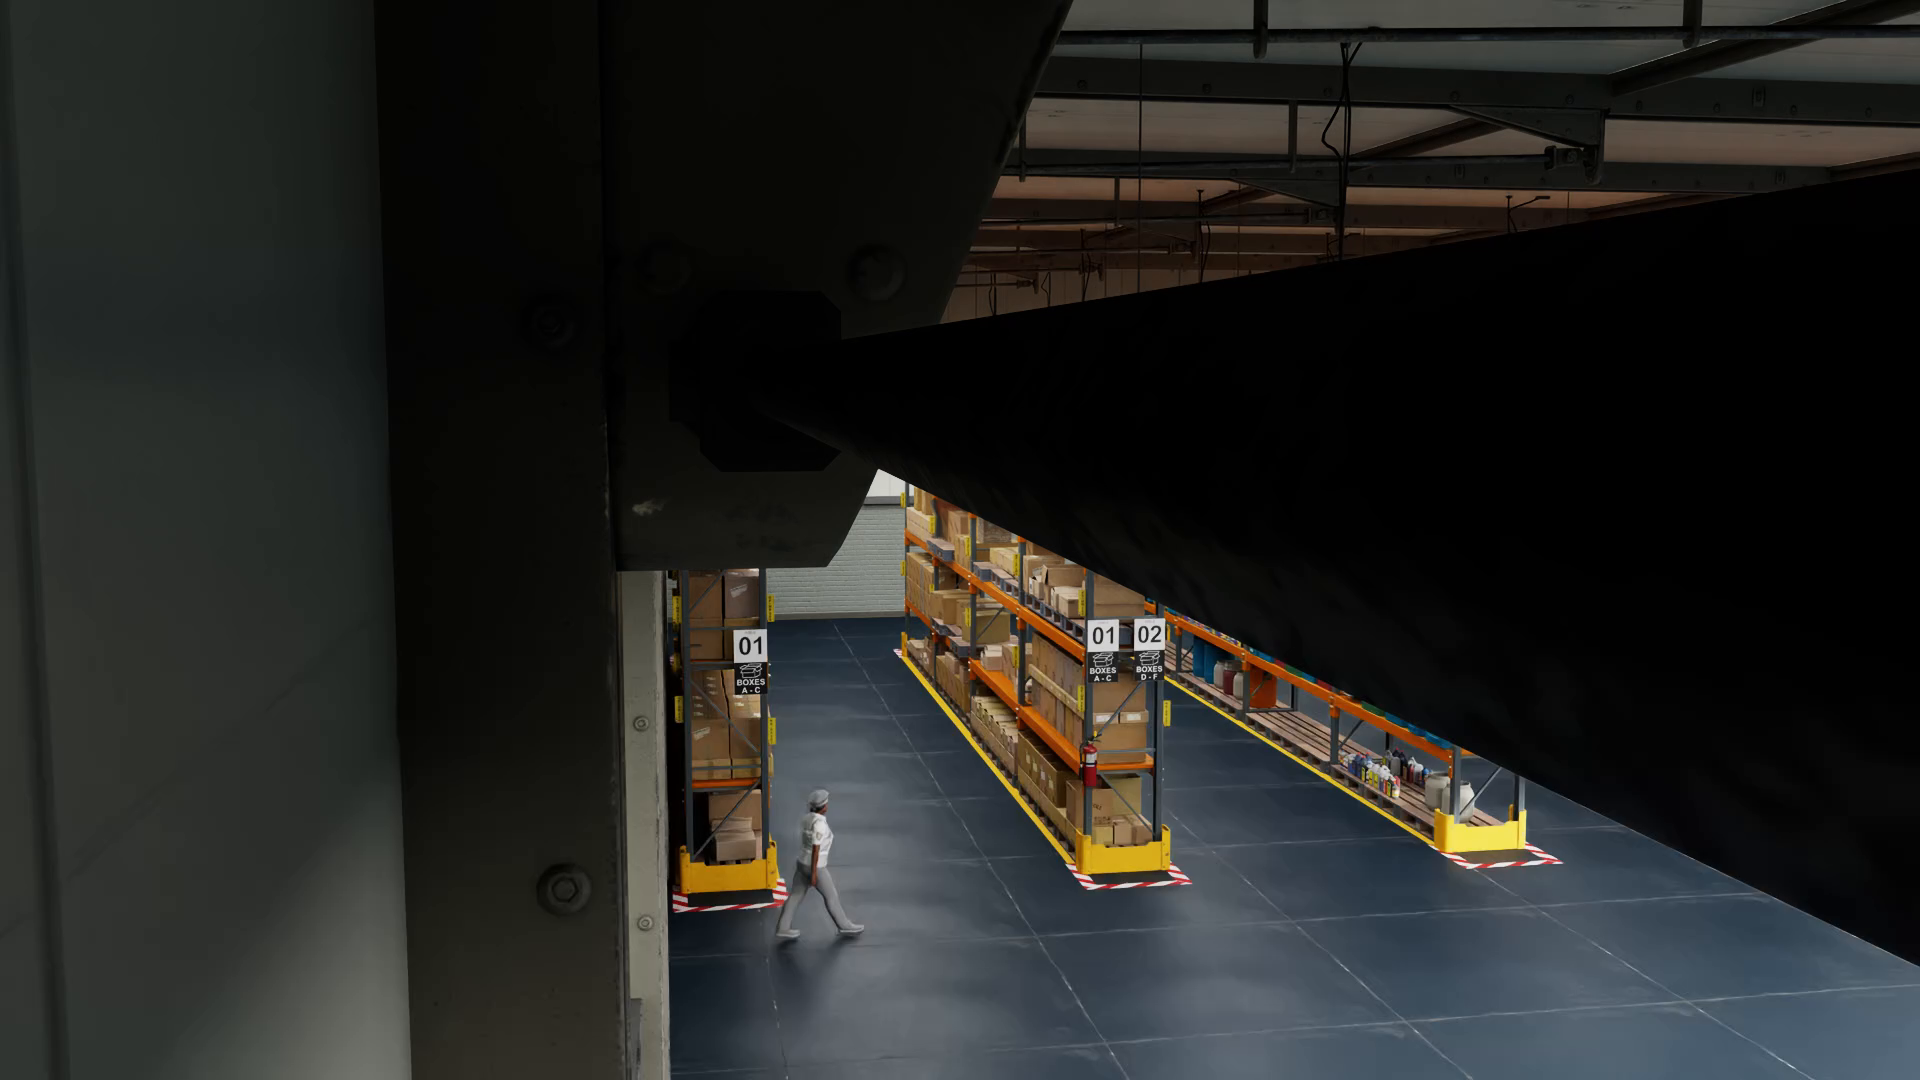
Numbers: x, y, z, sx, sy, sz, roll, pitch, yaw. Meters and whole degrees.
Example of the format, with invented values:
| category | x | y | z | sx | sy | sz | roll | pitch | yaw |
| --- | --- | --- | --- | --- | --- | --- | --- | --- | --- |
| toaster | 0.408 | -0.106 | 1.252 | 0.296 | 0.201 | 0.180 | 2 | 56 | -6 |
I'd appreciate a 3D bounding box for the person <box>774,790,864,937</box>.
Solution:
| category | x | y | z | sx | sy | sz | roll | pitch | yaw |
| --- | --- | --- | --- | --- | --- | --- | --- | --- | --- |
| person | -1.576 | 3.584 | 18.466 | 0.996 | 1.615 | 0.517 | -2 | 6 | -22 |
